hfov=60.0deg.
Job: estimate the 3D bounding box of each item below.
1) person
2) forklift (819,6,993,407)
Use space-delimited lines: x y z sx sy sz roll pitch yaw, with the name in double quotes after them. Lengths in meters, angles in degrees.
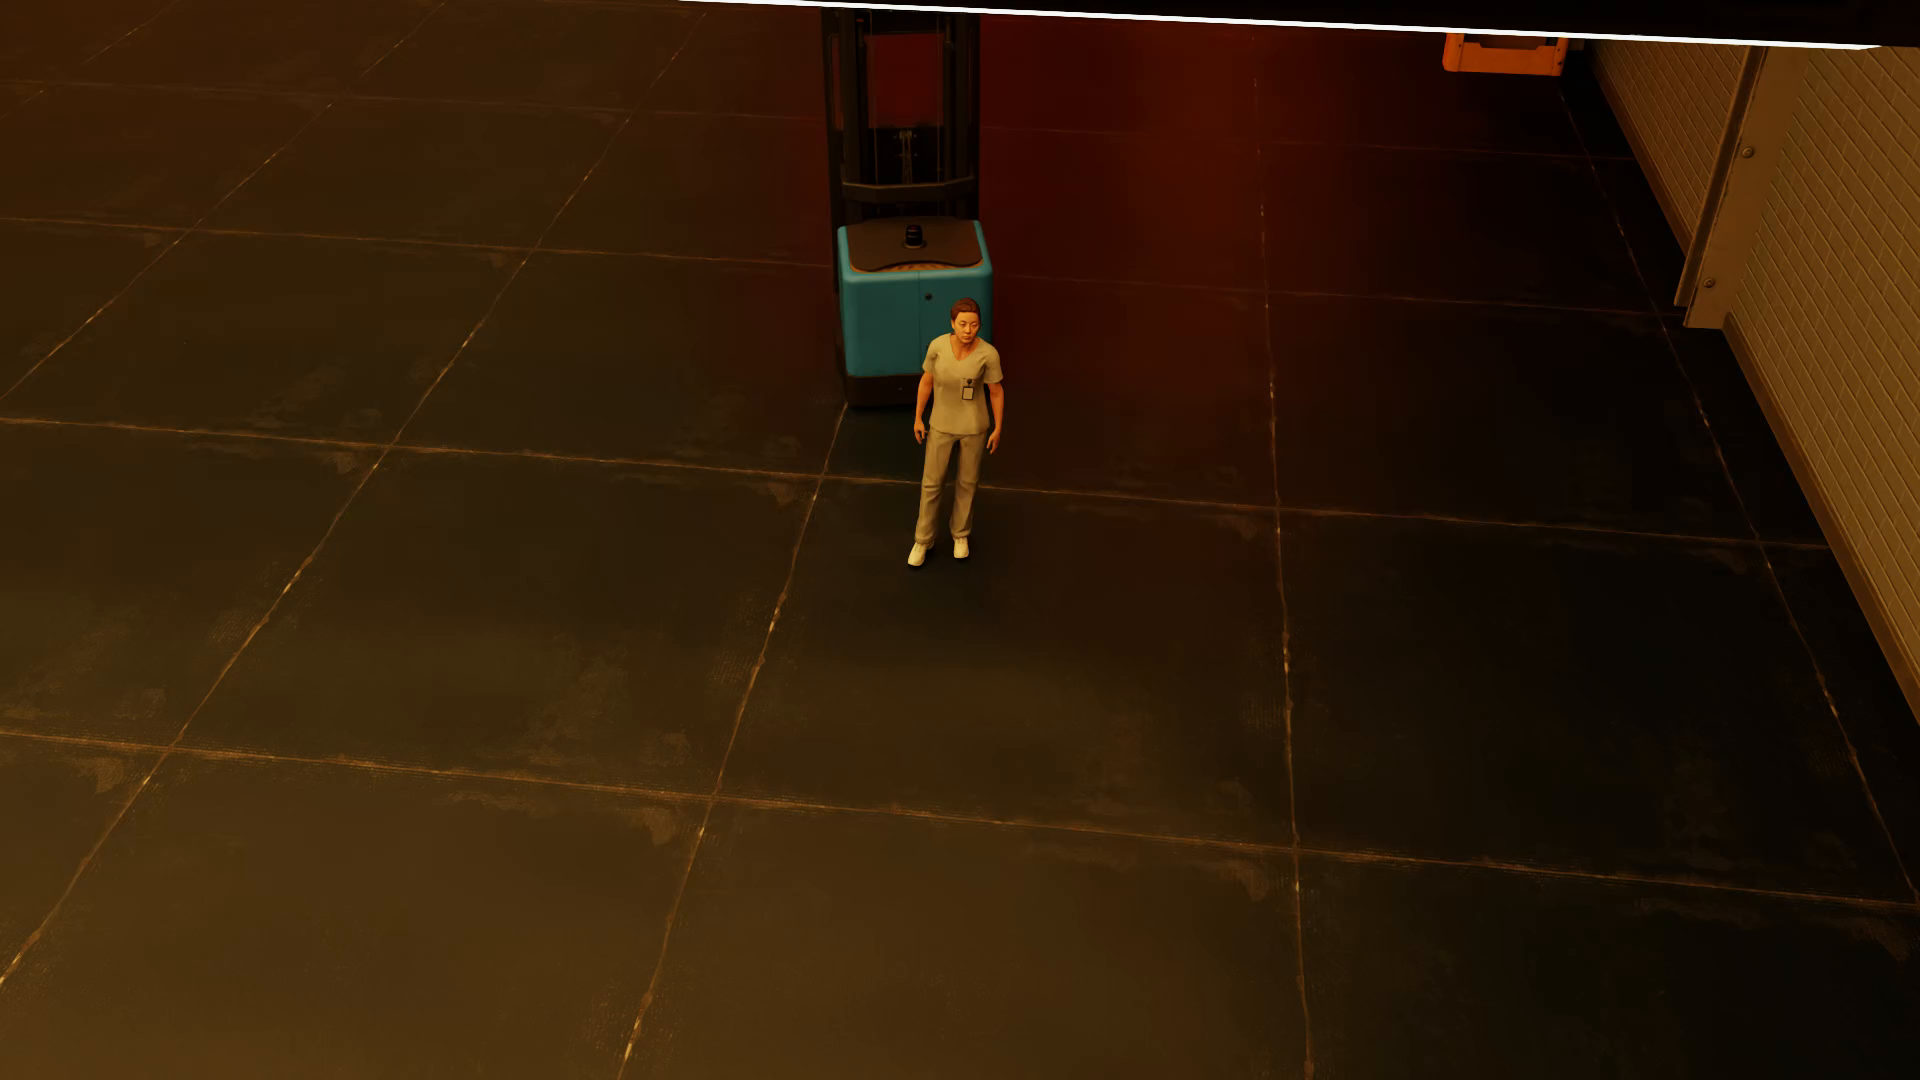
-0.023 -0.634 9.944 0.549 1.663 0.548 4 37 6 "person"
-0.432 -2.975 12.066 1.130 2.935 3.031 -4 37 -5 "forklift"
